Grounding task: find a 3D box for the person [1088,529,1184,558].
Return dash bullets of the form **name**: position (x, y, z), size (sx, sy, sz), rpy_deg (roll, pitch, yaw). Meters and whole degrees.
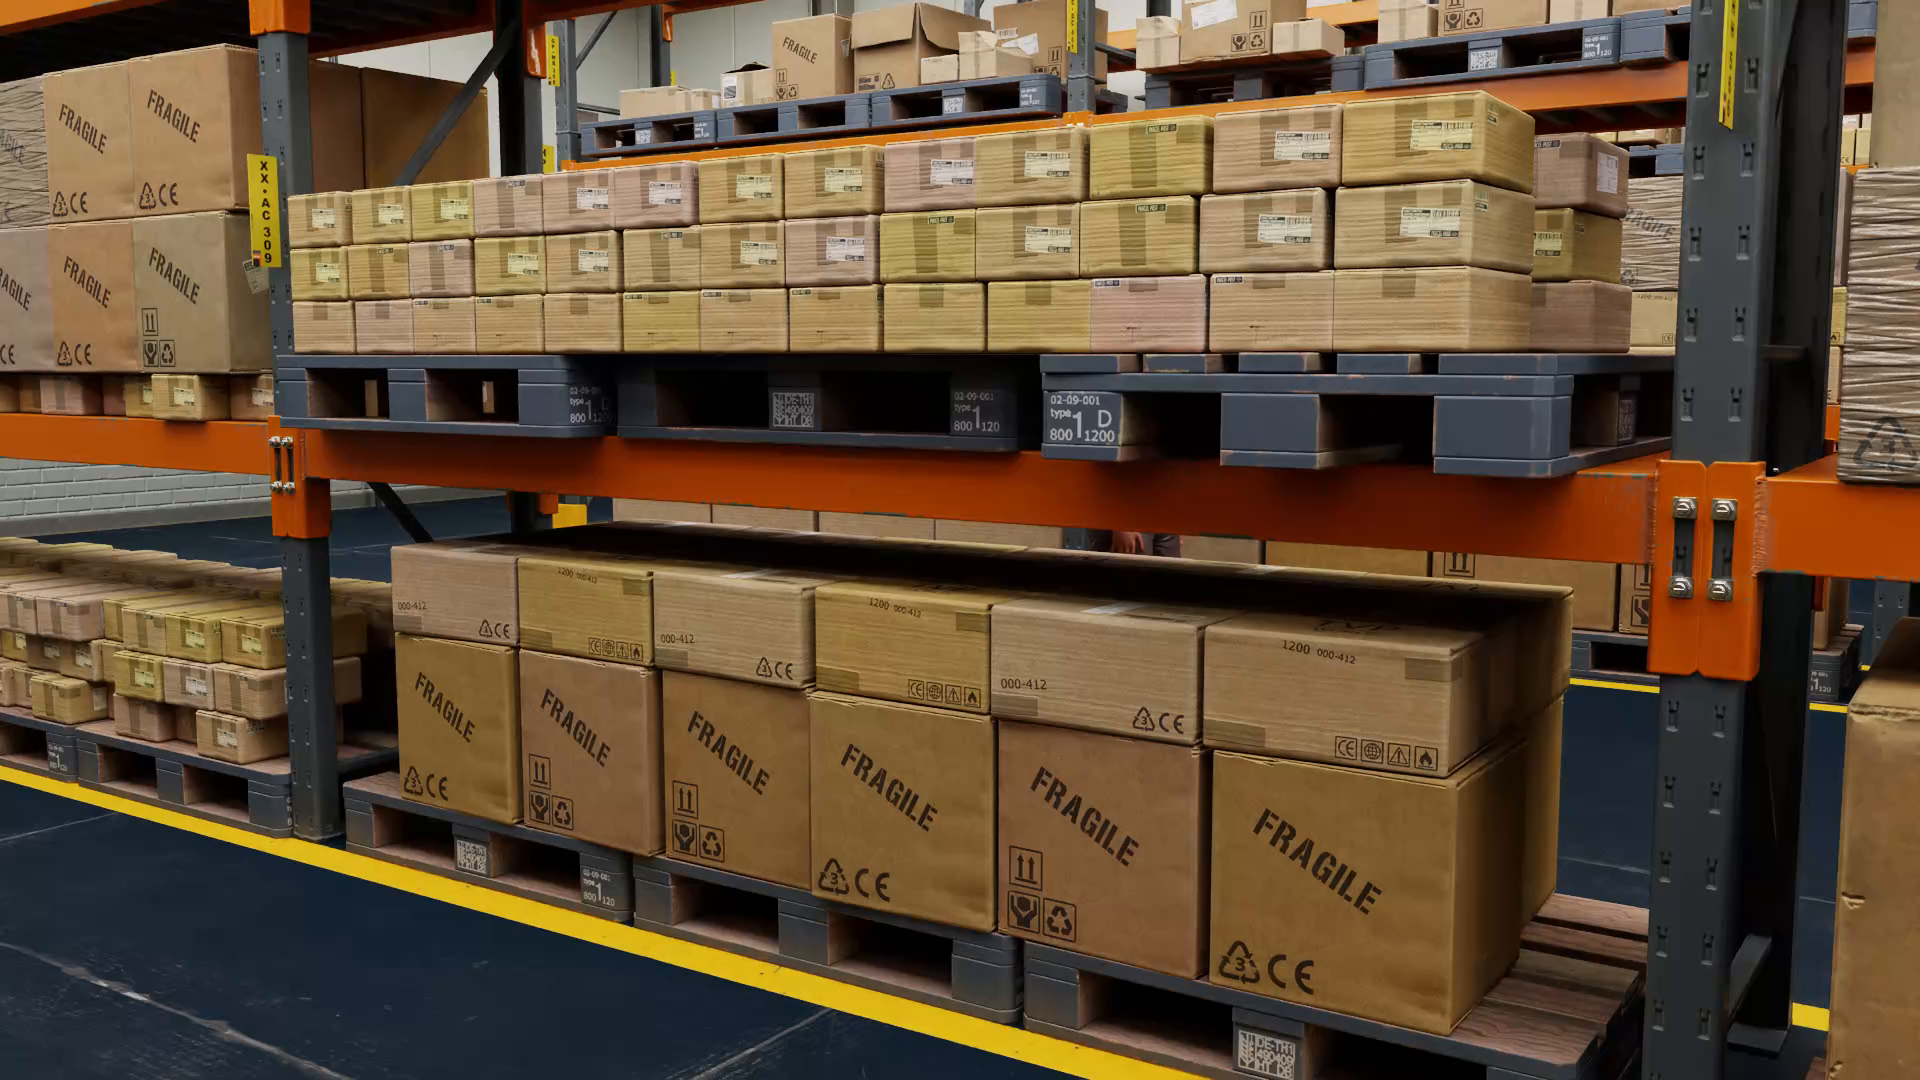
- **person**: position (0.678, -0.053, 6.364), size (0.422, 1.720, 0.591), rpy_deg (4, 7, 30)
